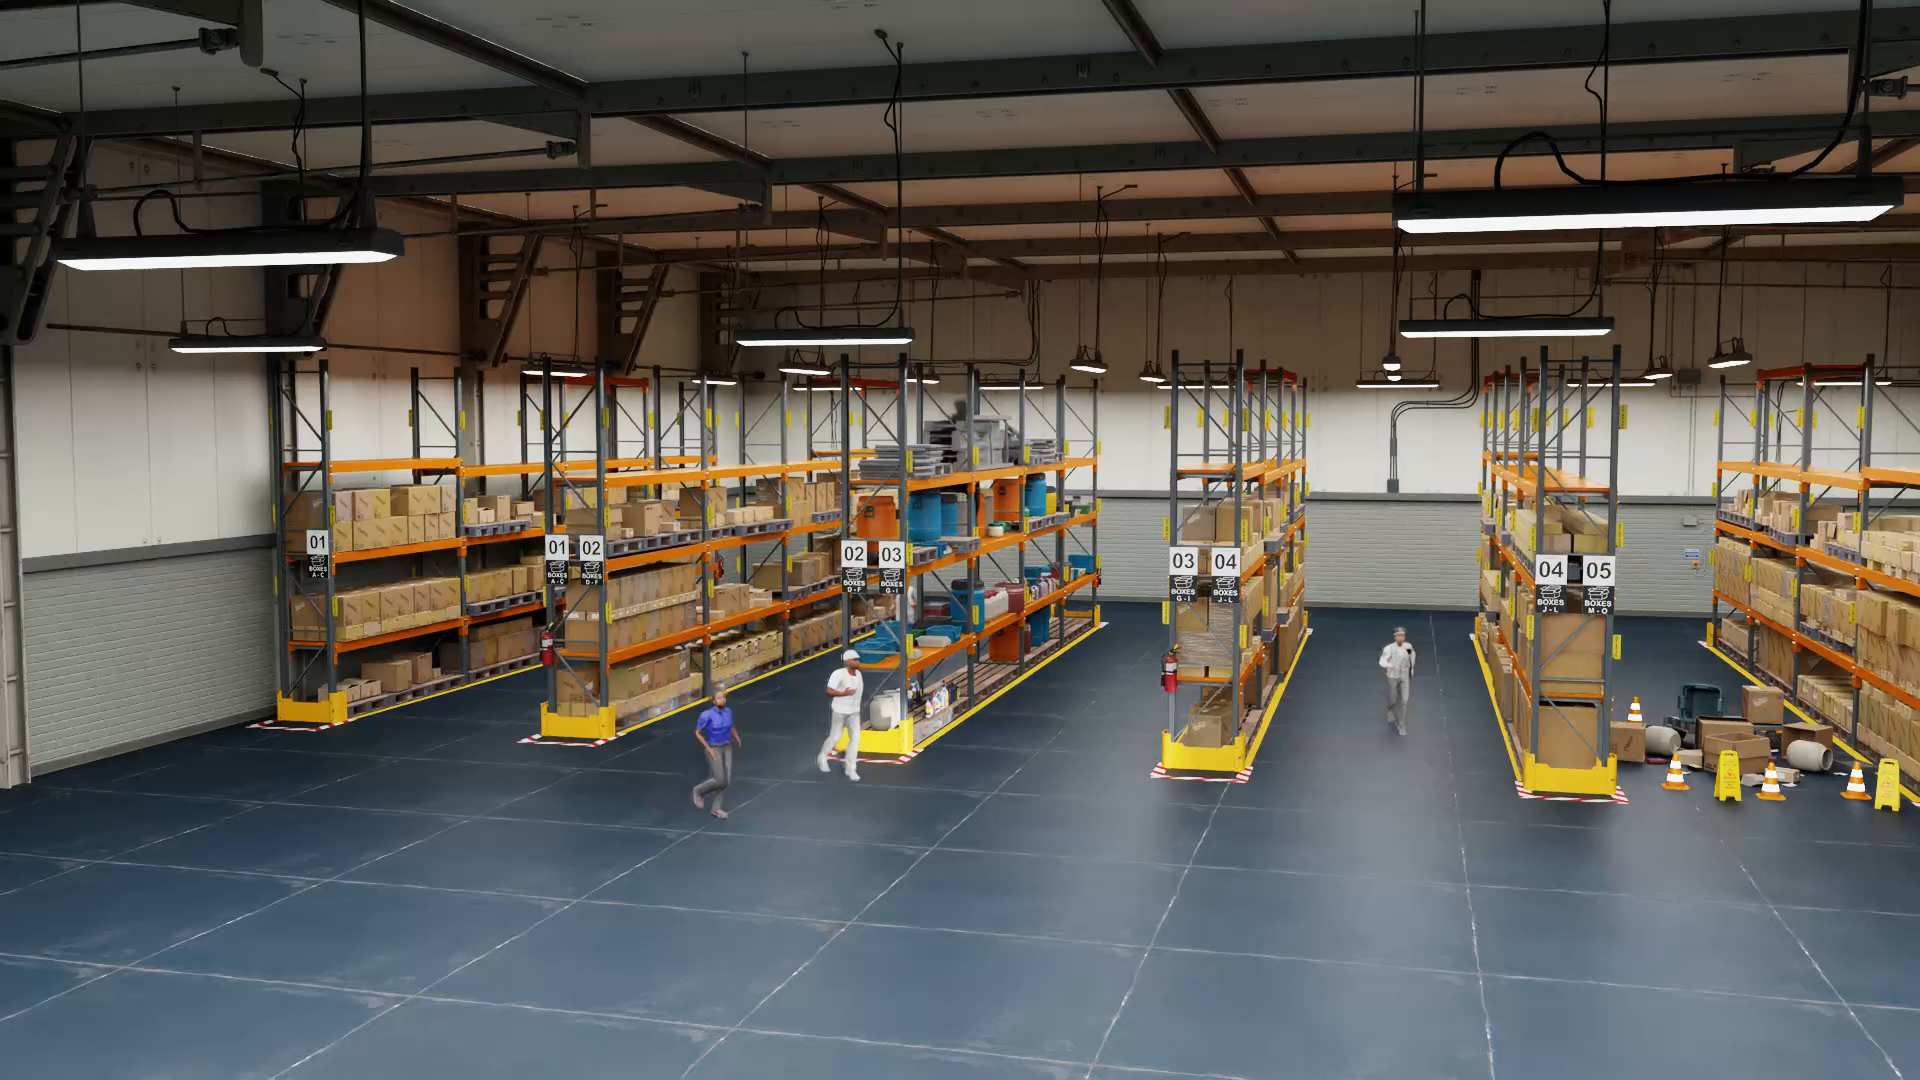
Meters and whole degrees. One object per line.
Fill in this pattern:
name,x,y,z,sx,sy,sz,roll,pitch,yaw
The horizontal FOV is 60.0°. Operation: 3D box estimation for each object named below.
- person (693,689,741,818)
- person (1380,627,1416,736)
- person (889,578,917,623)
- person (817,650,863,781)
person,-3.054,2.692,21.043,0.595,1.626,0.571,4,6,43
person,7.056,2.248,26.792,0.622,1.731,0.921,0,4,2
person,-1.159,1.595,34.920,0.667,1.768,0.954,1,4,9
person,-1.589,2.437,23.426,0.706,1.786,0.872,-3,5,-38
